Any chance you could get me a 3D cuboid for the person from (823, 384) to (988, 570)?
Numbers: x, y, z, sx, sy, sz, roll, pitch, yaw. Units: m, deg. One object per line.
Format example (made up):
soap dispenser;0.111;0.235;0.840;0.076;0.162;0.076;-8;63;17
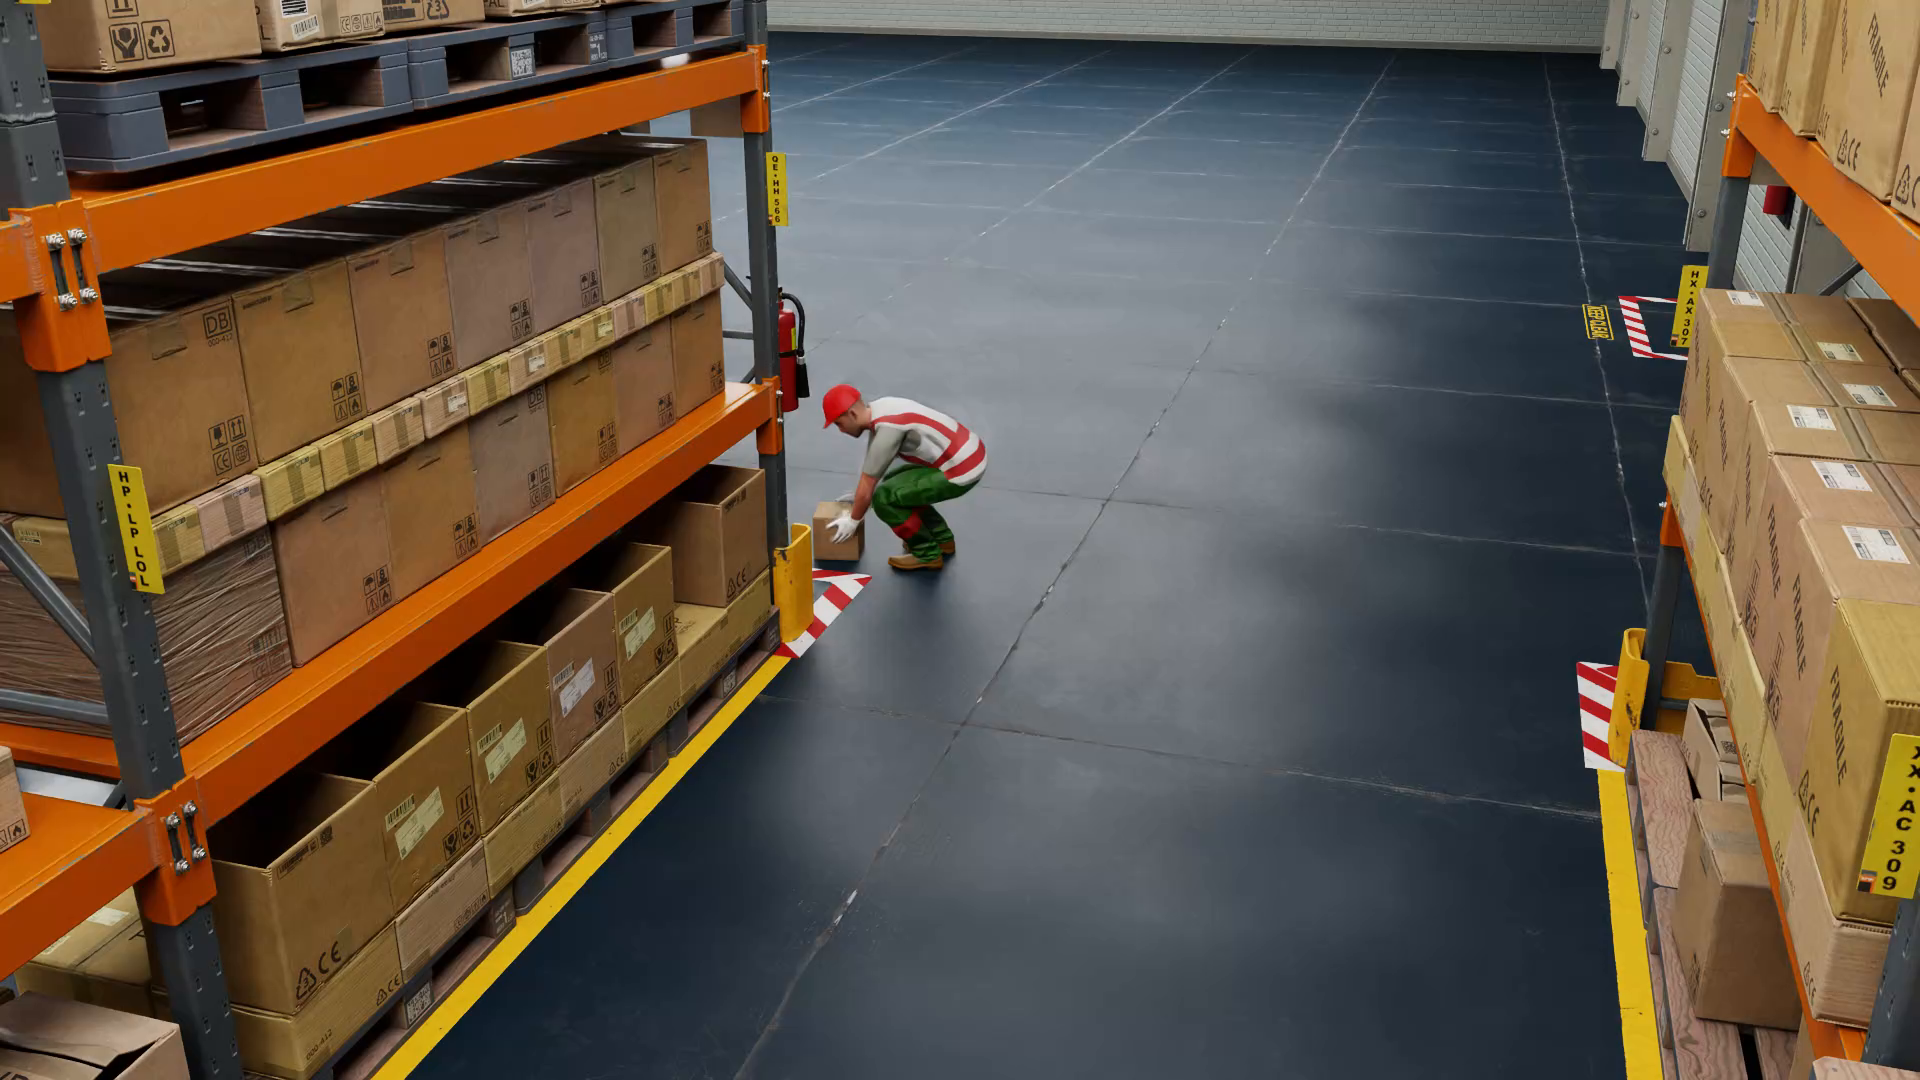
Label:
person;-0.292;-0.353;8.990;0.880;1.015;0.567;2;22;4
